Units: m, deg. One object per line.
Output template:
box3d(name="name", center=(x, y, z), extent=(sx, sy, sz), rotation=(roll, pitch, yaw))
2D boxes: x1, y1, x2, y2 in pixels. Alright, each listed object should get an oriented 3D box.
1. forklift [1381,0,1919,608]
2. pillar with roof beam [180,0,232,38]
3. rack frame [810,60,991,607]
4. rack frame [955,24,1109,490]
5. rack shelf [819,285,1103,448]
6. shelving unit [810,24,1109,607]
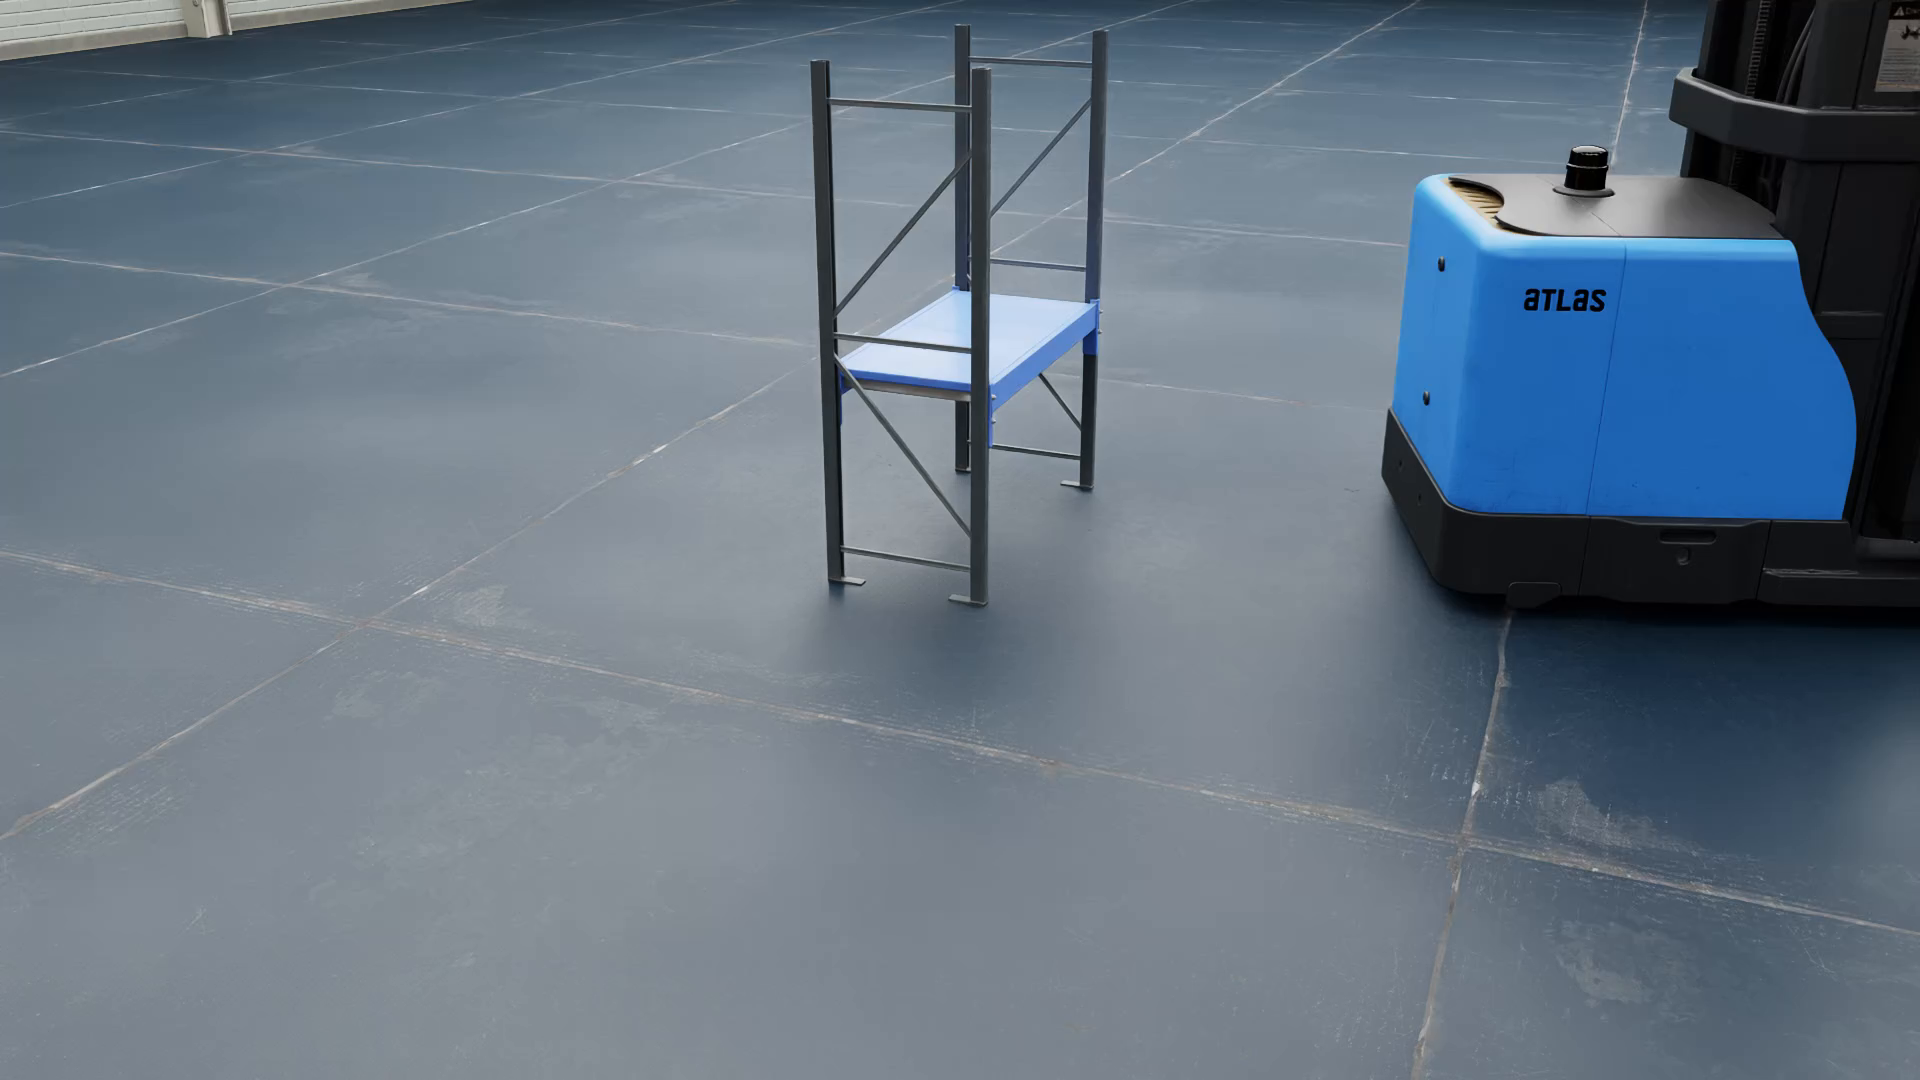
box3d(name="forklift", center=(2.903, -1.306, 4.575), extent=(3.031, 2.935, 1.130), rotation=(1, 23, 3))
box3d(name="pillar with roof beam", center=(-4.659, -9.356, 15.973), extent=(9.100, 9.000, 0.400), rotation=(9, 24, 20))
box3d(name="rack frame", center=(-0.157, -0.541, 4.599), extent=(0.500, 1.500, 0.032), rotation=(9, 24, 20))
box3d(name="rack frame", center=(0.220, -0.904, 5.470), extent=(0.500, 1.500, 0.032), rotation=(9, 24, 20))
box3d(name="rack shelf", center=(0.032, -0.557, 5.103), extent=(0.538, 0.185, 1.000), rotation=(9, 24, 20))
box3d(name="shelving unit", center=(0.032, -0.723, 5.034), extent=(0.538, 1.500, 1.048), rotation=(9, 24, 20))
